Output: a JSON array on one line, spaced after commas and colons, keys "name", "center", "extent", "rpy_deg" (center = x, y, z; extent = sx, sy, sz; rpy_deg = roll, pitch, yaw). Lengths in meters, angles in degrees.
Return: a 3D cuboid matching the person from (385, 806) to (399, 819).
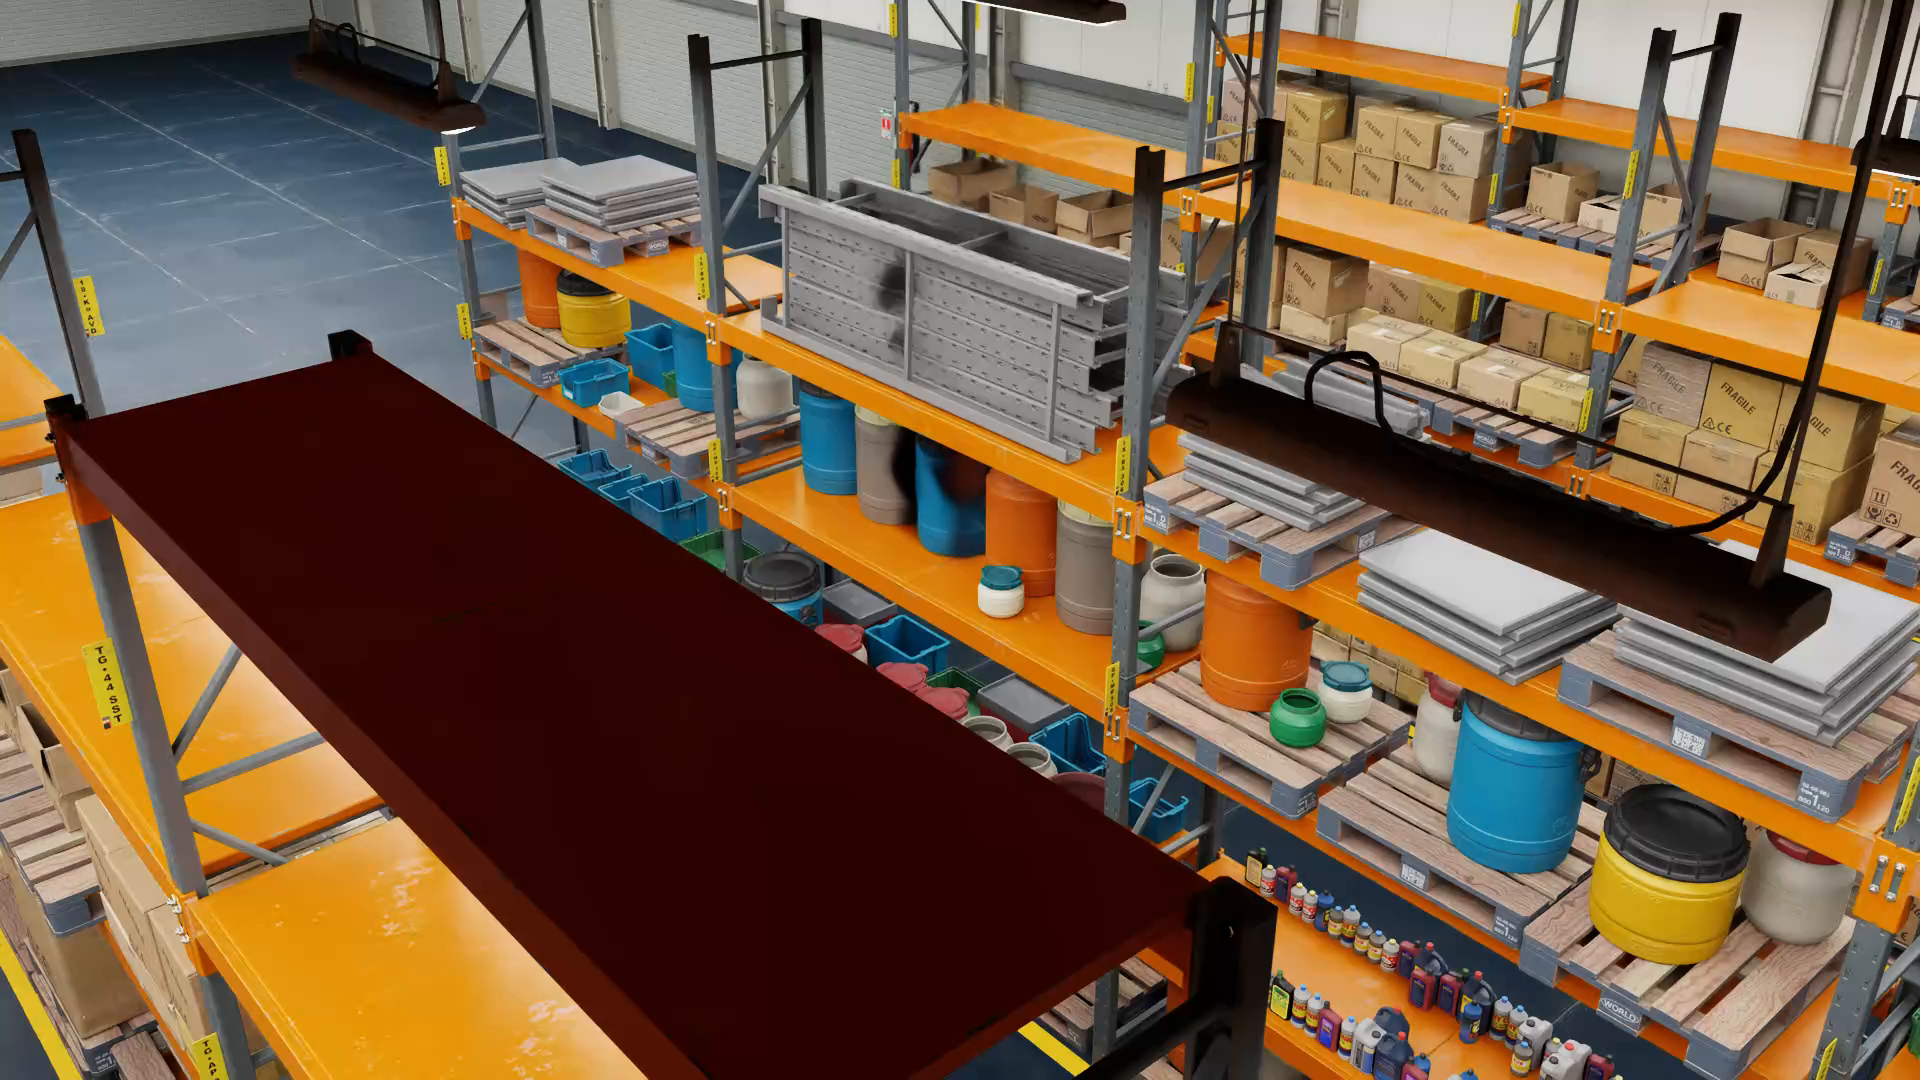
[{"name": "person", "center": [-3.489, 2.256, 10.611], "extent": [0.838, 1.705, 0.622], "rpy_deg": [23, 35, 37]}]
